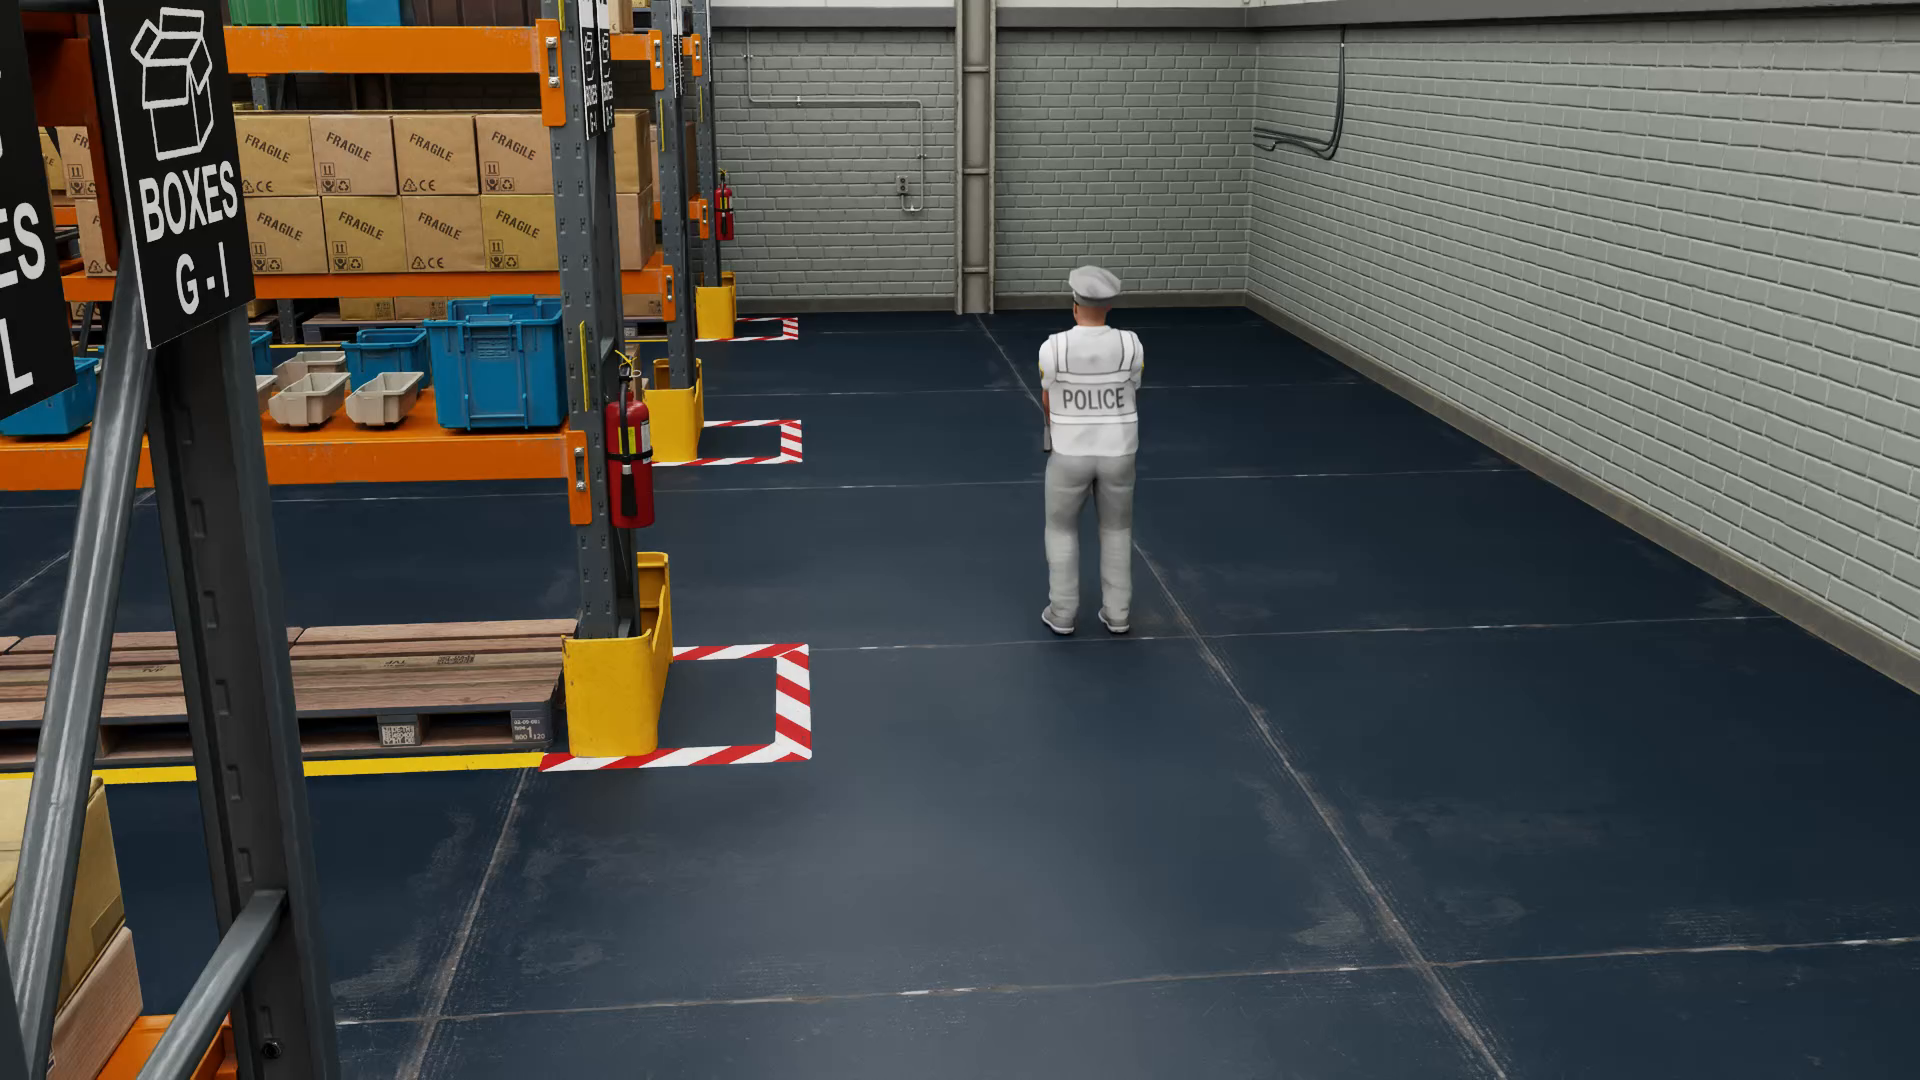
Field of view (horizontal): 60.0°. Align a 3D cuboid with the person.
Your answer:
[{"bbox_3d":[0.603,-0.436,7.969,0.494,1.761,0.564,-1,17,-5],"label":"person"}]
